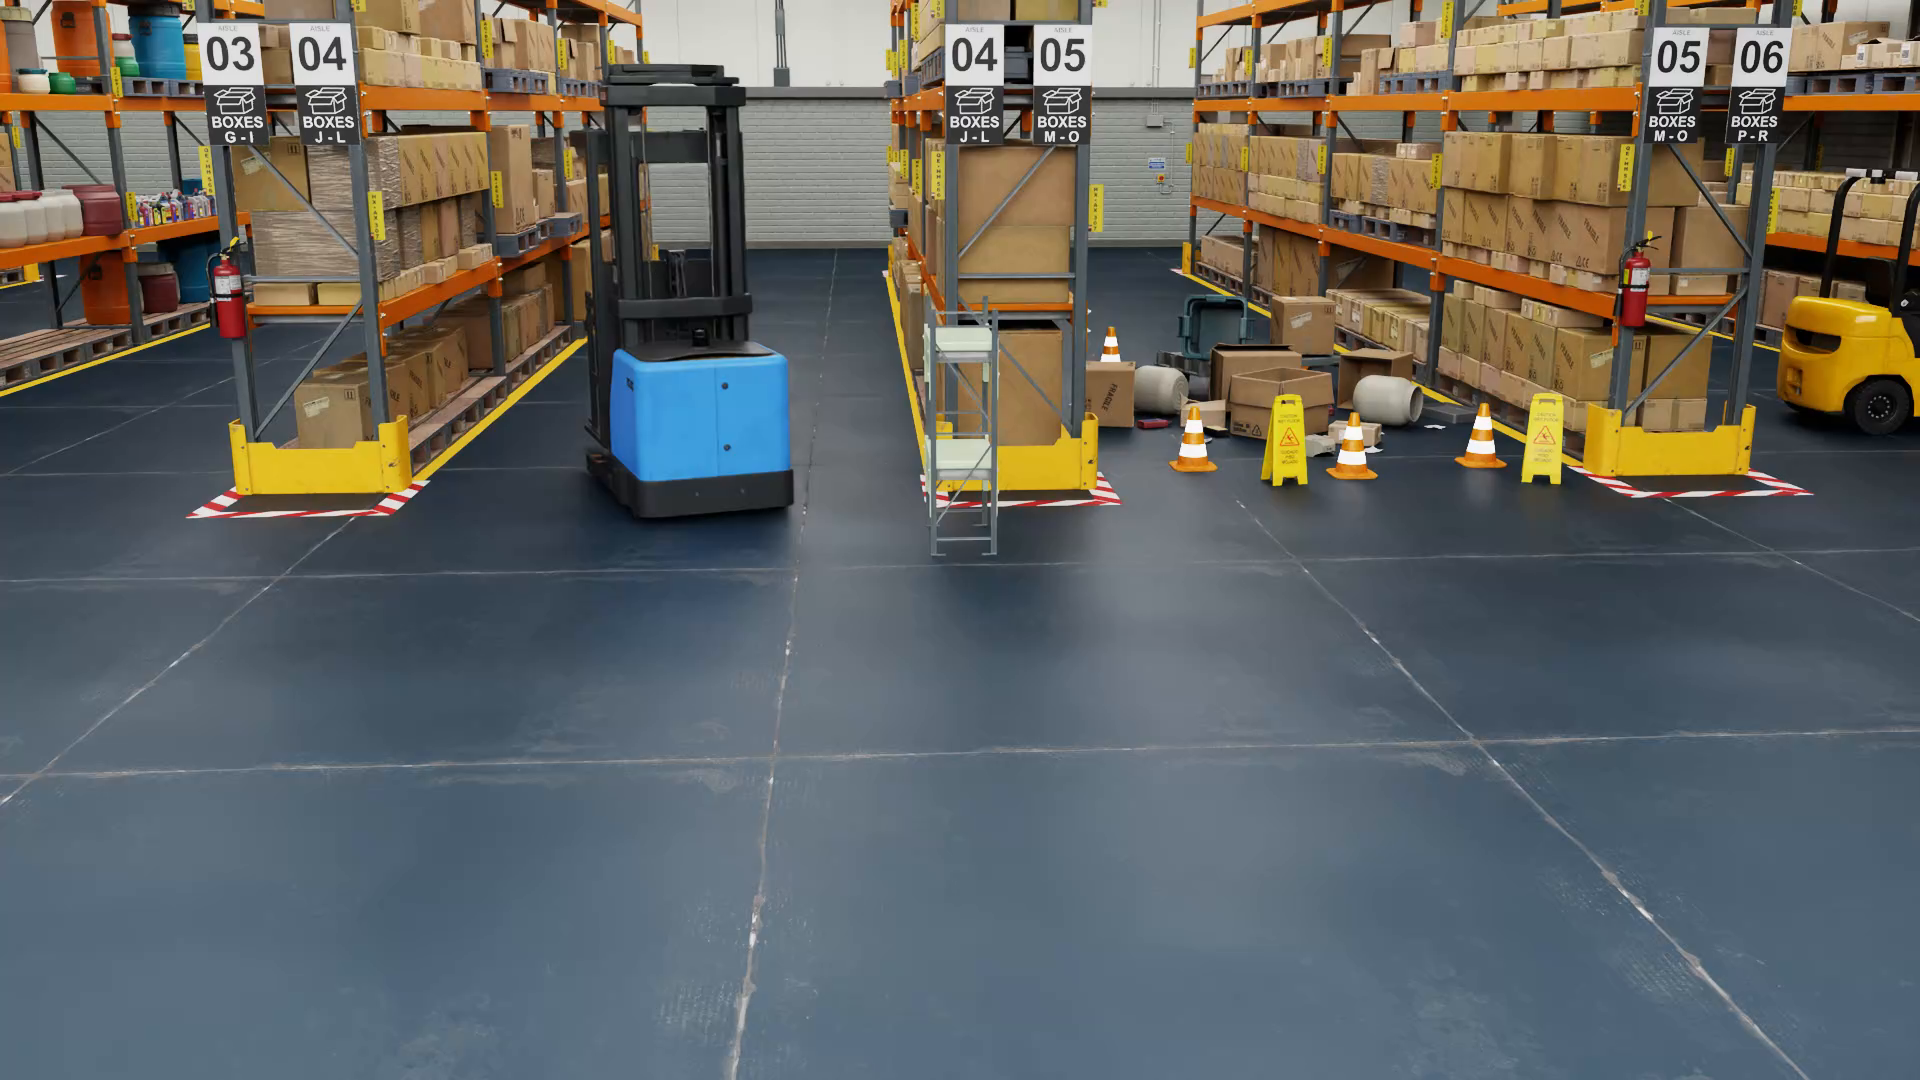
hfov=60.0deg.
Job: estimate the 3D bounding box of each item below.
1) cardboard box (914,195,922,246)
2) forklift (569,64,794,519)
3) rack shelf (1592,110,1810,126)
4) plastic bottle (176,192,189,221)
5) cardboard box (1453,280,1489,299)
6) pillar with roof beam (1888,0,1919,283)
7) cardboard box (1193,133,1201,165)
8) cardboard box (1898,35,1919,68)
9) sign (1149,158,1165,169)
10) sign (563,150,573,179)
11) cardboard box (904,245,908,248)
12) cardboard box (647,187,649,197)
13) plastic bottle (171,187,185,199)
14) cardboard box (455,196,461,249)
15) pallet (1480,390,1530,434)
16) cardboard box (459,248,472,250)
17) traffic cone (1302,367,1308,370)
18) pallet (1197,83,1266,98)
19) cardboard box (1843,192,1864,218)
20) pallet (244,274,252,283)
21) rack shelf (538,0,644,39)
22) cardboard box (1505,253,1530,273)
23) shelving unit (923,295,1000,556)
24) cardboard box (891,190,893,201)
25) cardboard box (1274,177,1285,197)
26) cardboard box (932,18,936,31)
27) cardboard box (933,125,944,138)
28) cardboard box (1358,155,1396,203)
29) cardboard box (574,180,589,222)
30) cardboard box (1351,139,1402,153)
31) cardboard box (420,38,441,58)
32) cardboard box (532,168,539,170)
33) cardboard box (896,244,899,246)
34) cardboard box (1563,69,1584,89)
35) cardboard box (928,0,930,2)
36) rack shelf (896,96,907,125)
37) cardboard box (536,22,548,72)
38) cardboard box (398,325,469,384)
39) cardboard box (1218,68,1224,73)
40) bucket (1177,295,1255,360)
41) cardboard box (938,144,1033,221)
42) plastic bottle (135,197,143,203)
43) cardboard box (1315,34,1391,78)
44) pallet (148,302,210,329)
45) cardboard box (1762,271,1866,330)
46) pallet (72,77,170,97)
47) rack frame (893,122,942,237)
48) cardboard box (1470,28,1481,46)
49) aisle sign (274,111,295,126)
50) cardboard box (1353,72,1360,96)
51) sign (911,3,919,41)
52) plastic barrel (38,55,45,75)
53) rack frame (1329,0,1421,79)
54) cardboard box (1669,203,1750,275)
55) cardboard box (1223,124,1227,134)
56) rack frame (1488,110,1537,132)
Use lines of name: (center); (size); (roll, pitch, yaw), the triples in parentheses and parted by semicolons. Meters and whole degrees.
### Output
cardboard box: (-0.215, -3.277, 17.040); (0.500, 0.500, 0.500); (-1, 14, -3)
forklift: (-2.137, -1.883, 11.962); (1.130, 2.935, 3.031); (-6, 15, -21)
rack shelf: (9.664, -5.627, 21.799); (1.077, 0.370, 4.000); (-1, 14, -3)
plastic bottle: (-9.797, -4.191, 20.896); (0.144, 0.351, 0.185); (-1, 14, -3)
cardboard box: (4.796, -2.319, 15.387); (0.380, 0.149, 0.250); (-1, 14, -3)
pillar with roof beam: (6.471, -6.554, 17.938); (9.100, 9.000, 0.400); (-1, 14, -3)
cardboard box: (4.083, -6.346, 26.963); (0.500, 0.500, 0.500); (-1, 14, -5)
cardboard box: (9.747, -4.868, 16.541); (0.500, 0.311, 0.500); (-1, 14, -5)
sign: (3.913, -7.484, 33.053); (0.327, 0.218, 0.001); (-1, 14, -3)
sign: (-4.516, -4.328, 19.161); (0.100, 0.325, 0.005); (-1, 14, -3)
cardboard box: (-0.463, -3.620, 21.245); (0.500, 0.250, 0.500); (-1, 14, -2)
cardboard box: (-5.202, -5.579, 26.694); (0.380, 0.149, 0.250); (-1, 14, -2)
plastic bottle: (-10.548, -4.586, 22.431); (0.144, 0.351, 0.185); (-1, 14, -3)
cardboard box: (-4.848, -2.754, 14.414); (0.875, 0.500, 0.500); (-1, 14, -3)
pallet: (5.237, -1.132, 14.501); (1.003, 0.211, 1.213); (-1, 14, -3)
cardboard box: (-4.541, -2.504, 14.741); (0.380, 0.149, 0.250); (-1, 14, -3)
traffic cone: (3.607, -2.011, 17.413); (0.336, 0.463, 0.334); (-1, 14, -3)
pallet: (4.394, -7.162, 26.502); (1.003, 0.211, 1.213); (-1, 14, -3)
cardboard box: (9.685, -3.573, 17.691); (0.500, 0.250, 0.500); (-1, 14, -2)
pallet: (-10.412, -3.849, 25.061); (1.003, 0.211, 1.213); (-1, 14, -3)
rack shelf: (-5.429, -7.650, 24.446); (1.077, 0.370, 4.000); (-1, 14, -3)
cardboard box: (4.894, -2.367, 14.211); (0.380, 0.149, 0.250); (-1, 14, -4)
shelving unit: (0.000, -0.725, 10.333); (0.431, 1.500, 0.755); (-1, 14, -3)
cardboard box: (-0.684, -4.430, 21.386); (0.380, 0.149, 0.250); (-2, 15, -6)
cardboard box: (4.430, -4.617, 21.749); (0.500, 0.250, 0.500); (-1, 14, -5)
cardboard box: (0.056, -3.874, 12.204); (0.500, 0.250, 0.500); (-1, 14, -3)
cardboard box: (-0.133, -5.633, 23.597); (0.500, 0.500, 0.500); (-1, 14, -2)
cardboard box: (4.709, -3.966, 18.282); (0.500, 0.500, 0.500); (-1, 14, -2)
cardboard box: (-4.885, -4.224, 20.721); (0.500, 0.500, 0.500); (-1, 14, -4)
cardboard box: (5.047, -4.607, 20.203); (0.500, 0.500, 0.500); (-1, 14, -5)
cardboard box: (-4.414, -3.969, 13.413); (0.380, 0.149, 0.250); (0, 14, -1)
cardboard box: (-4.984, -3.913, 18.670); (0.500, 0.500, 0.500); (-3, 15, -10)
cardboard box: (-0.802, -4.484, 25.618); (0.380, 0.149, 0.250); (-1, 14, -3)
cardboard box: (4.985, -3.627, 13.086); (0.380, 0.149, 0.250); (-1, 14, -4)
cardboard box: (-0.059, -4.283, 12.994); (0.380, 0.149, 0.250); (-1, 14, -3)
rack shelf: (-0.225, -5.448, 21.103); (1.077, 0.370, 4.000); (-1, 14, -3)
cardboard box: (-4.736, -5.296, 17.865); (0.500, 0.500, 0.500); (-1, 14, -4)
cardboard box: (-4.825, -1.692, 15.258); (0.500, 0.500, 0.500); (-1, 14, -5)
cardboard box: (4.456, -7.458, 26.732); (0.500, 0.250, 0.500); (-2, 15, -9)
bucket: (2.457, -2.004, 15.813); (0.726, 0.611, 0.620); (4, 5, 16)
cardboard box: (0.284, -2.680, 12.455); (0.875, 0.550, 0.550); (-1, 14, -3)
plastic bottle: (-10.529, -4.244, 21.249); (0.152, 0.276, 0.135); (-1, 14, -3)
cardboard box: (4.660, -5.745, 19.765); (0.797, 0.503, 0.637); (-2, 15, -7)
pallet: (-10.164, -2.866, 21.240); (1.003, 0.211, 1.213); (-1, 14, -3)
cardboard box: (9.861, -2.761, 19.159); (0.875, 0.625, 0.625); (0, 14, -2)
pallet: (-9.951, -5.271, 19.352); (1.003, 0.211, 1.213); (-1, 14, -3)
rack frame: (-0.596, -5.836, 27.187); (1.000, 3.000, 0.127); (-1, 14, -3)
cardboard box: (4.820, -4.522, 14.967); (0.380, 0.149, 0.250); (0, 14, -2)
aisle sign: (-10.797, -6.980, 26.418); (0.394, 0.787, 0.004); (-1, 14, -3)
cardboard box: (4.699, -5.191, 18.930); (0.396, 0.266, 0.258); (-1, 14, -3)
sign: (-0.394, -4.696, 15.068); (0.100, 0.325, 0.005); (-1, 14, -3)
plastic barrel: (-10.287, -5.143, 18.251); (0.421, 0.512, 0.421); (0, 14, 0)
rack frame: (4.834, -6.853, 19.101); (1.000, 3.000, 0.127); (-1, 14, -3)
cardboard box: (5.577, -2.272, 12.541); (0.500, 0.500, 0.500); (-1, 14, -4)
cardboard box: (4.203, -6.241, 25.252); (0.380, 0.149, 0.250); (-1, 14, -3)
rack frame: (9.292, -6.015, 27.883); (1.000, 3.000, 0.127); (-1, 14, -3)
